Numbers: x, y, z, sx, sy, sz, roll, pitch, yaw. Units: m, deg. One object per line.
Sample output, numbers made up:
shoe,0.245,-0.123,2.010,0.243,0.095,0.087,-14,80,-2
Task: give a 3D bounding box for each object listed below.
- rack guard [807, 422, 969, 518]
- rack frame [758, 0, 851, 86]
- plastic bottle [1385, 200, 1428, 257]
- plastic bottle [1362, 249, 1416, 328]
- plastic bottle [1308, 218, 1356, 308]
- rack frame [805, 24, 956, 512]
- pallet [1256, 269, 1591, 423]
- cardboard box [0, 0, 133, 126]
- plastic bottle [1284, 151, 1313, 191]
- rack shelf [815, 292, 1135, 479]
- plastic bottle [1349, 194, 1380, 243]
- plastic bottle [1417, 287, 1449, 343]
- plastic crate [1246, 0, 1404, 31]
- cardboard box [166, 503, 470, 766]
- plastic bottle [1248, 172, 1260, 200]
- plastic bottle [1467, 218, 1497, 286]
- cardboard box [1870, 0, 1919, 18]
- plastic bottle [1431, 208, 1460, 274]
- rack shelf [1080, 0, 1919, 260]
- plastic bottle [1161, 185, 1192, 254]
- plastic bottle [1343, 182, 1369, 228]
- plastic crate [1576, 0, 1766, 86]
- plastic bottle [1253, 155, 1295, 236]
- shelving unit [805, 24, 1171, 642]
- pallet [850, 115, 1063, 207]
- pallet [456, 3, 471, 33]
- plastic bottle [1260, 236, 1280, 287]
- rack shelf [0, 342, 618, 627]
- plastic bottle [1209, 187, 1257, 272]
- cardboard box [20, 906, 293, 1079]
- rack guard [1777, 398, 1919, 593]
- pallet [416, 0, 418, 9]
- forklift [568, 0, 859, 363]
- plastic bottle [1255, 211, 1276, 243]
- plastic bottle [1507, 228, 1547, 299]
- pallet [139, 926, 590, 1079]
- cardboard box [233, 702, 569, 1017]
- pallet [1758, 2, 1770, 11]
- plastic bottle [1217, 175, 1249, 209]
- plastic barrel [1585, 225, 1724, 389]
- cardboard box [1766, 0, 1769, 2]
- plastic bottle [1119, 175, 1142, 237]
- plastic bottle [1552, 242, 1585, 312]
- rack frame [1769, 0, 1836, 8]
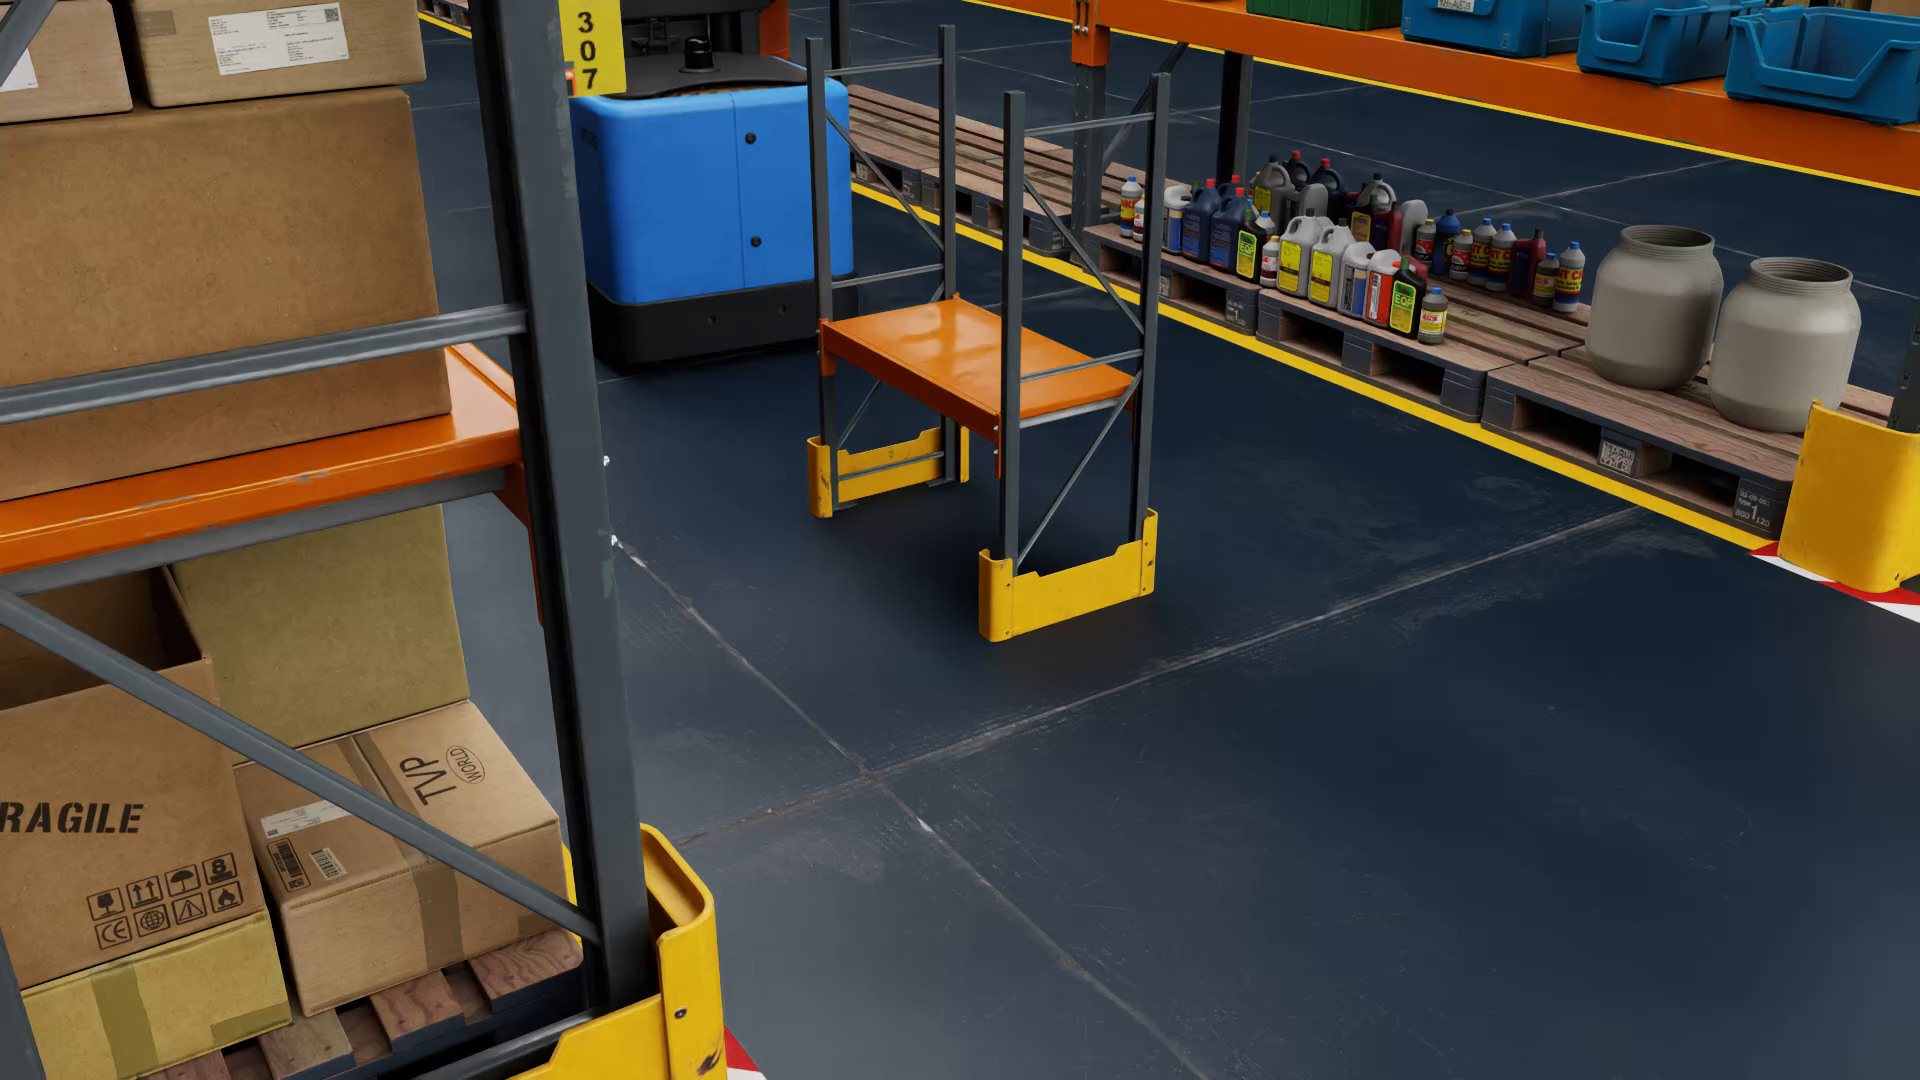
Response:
rack guard,-0.230,-0.264,5.516,0.587,0.250,0.087,-16,29,-30
rack frame,-1.198,-4.231,10.700,1.000,3.000,0.127,-16,29,-30
plastic bottle,1.945,-1.362,7.296,0.152,0.276,0.135,-15,29,-29
plastic bottle,1.684,-0.989,6.506,0.152,0.276,0.135,-15,29,-29
plastic bottle,1.515,-1.130,6.718,0.144,0.351,0.185,-14,29,-27
rack frame,-0.231,-0.830,5.250,0.500,1.500,0.032,-16,29,-30
pallet,1.987,-0.853,6.810,1.003,0.211,1.213,-16,29,-30
cardboard box,-1.352,-0.648,2.232,0.380,0.149,0.250,-16,30,-30
plastic bottle,1.578,-1.639,7.795,0.144,0.351,0.185,-16,30,-31
rack shelf,0.047,-0.485,4.942,0.538,0.185,1.000,-16,29,-30
plastic bottle,1.787,-1.391,7.349,0.061,0.283,0.133,-16,29,-30
plastic bottle,1.799,-0.858,6.317,0.097,0.201,0.097,0,25,0
plastic crate,1.490,-2.154,6.547,0.450,0.188,0.662,-16,29,-30
cardboard box,-1.364,0.075,3.427,0.500,0.500,0.500,-16,29,-30
plastic bottle,1.444,-1.677,8.052,0.097,0.201,0.097,0,25,0
plastic bottle,2.198,-1.215,6.990,0.097,0.271,0.097,0,25,0
cardboard box,8.408,-4.794,14.035,1.050,0.750,0.750,-16,29,-30
plastic bottle,2.088,-1.287,7.144,0.097,0.271,0.097,0,25,0
rack shelf,2.077,-1.760,6.307,1.077,0.370,4.000,-16,29,-30
plastic bottle,0.991,-1.443,7.467,0.152,0.276,0.135,-14,29,-28
plastic bottle,1.807,-1.491,7.561,0.061,0.283,0.133,-13,28,-26
plastic crate,2.295,-1.646,5.397,0.499,0.251,0.408,-16,29,-30
plastic bottle,1.457,-1.605,7.724,0.144,0.351,0.185,-16,29,-30
shelving unit,0.042,-0.651,4.872,0.587,1.500,1.083,-16,29,-30
pallet,-0.146,-2.248,9.766,1.003,0.211,1.213,-16,29,-30
pallet,-3.816,-4.655,14.864,1.003,0.211,1.213,-16,29,-30
plastic bottle,1.316,-1.175,6.987,0.097,0.201,0.097,0,25,0
rack shelf,-2.075,-0.607,3.865,1.077,0.370,4.000,-16,29,-30
plastic bottle,1.181,-1.349,7.181,0.144,0.351,0.185,-17,30,-32
cardboard box,-1.524,0.714,2.954,0.500,0.250,0.500,-16,29,-30
rack guard,3.088,-0.256,5.206,1.175,0.500,0.348,-16,29,-30
pallet,-5.148,-5.528,16.712,1.003,0.211,1.213,-16,29,-30
forklift,-1.544,-2.617,7.361,1.130,2.935,3.031,-12,28,-24
plastic bottle,1.293,-1.269,7.105,0.097,0.271,0.097,0,25,0
plastic bottle,2.332,-1.147,6.833,0.061,0.283,0.133,-15,29,-29
pallet,-1.436,0.780,3.350,1.003,0.211,1.213,-16,29,-30
cardboard box,-1.090,0.593,3.210,0.500,0.250,0.500,-16,29,-30
pallet,7.530,-4.945,15.478,1.003,0.211,1.213,-16,29,-30
plastic bottle,1.199,-1.450,7.395,0.144,0.351,0.185,-16,29,-30
plastic barrel,2.472,-0.832,5.921,0.421,0.512,0.421,0,25,0
cardboard box,7.419,-5.439,15.402,1.050,0.750,0.750,-16,30,-30
plastic bottle,0.792,-1.550,7.700,0.097,0.271,0.097,0,25,0
plastic bottle,2.440,-1.056,6.655,0.097,0.271,0.097,0,25,0
rack frame,5.135,-3.955,10.114,1.000,3.000,0.127,-16,29,-30
